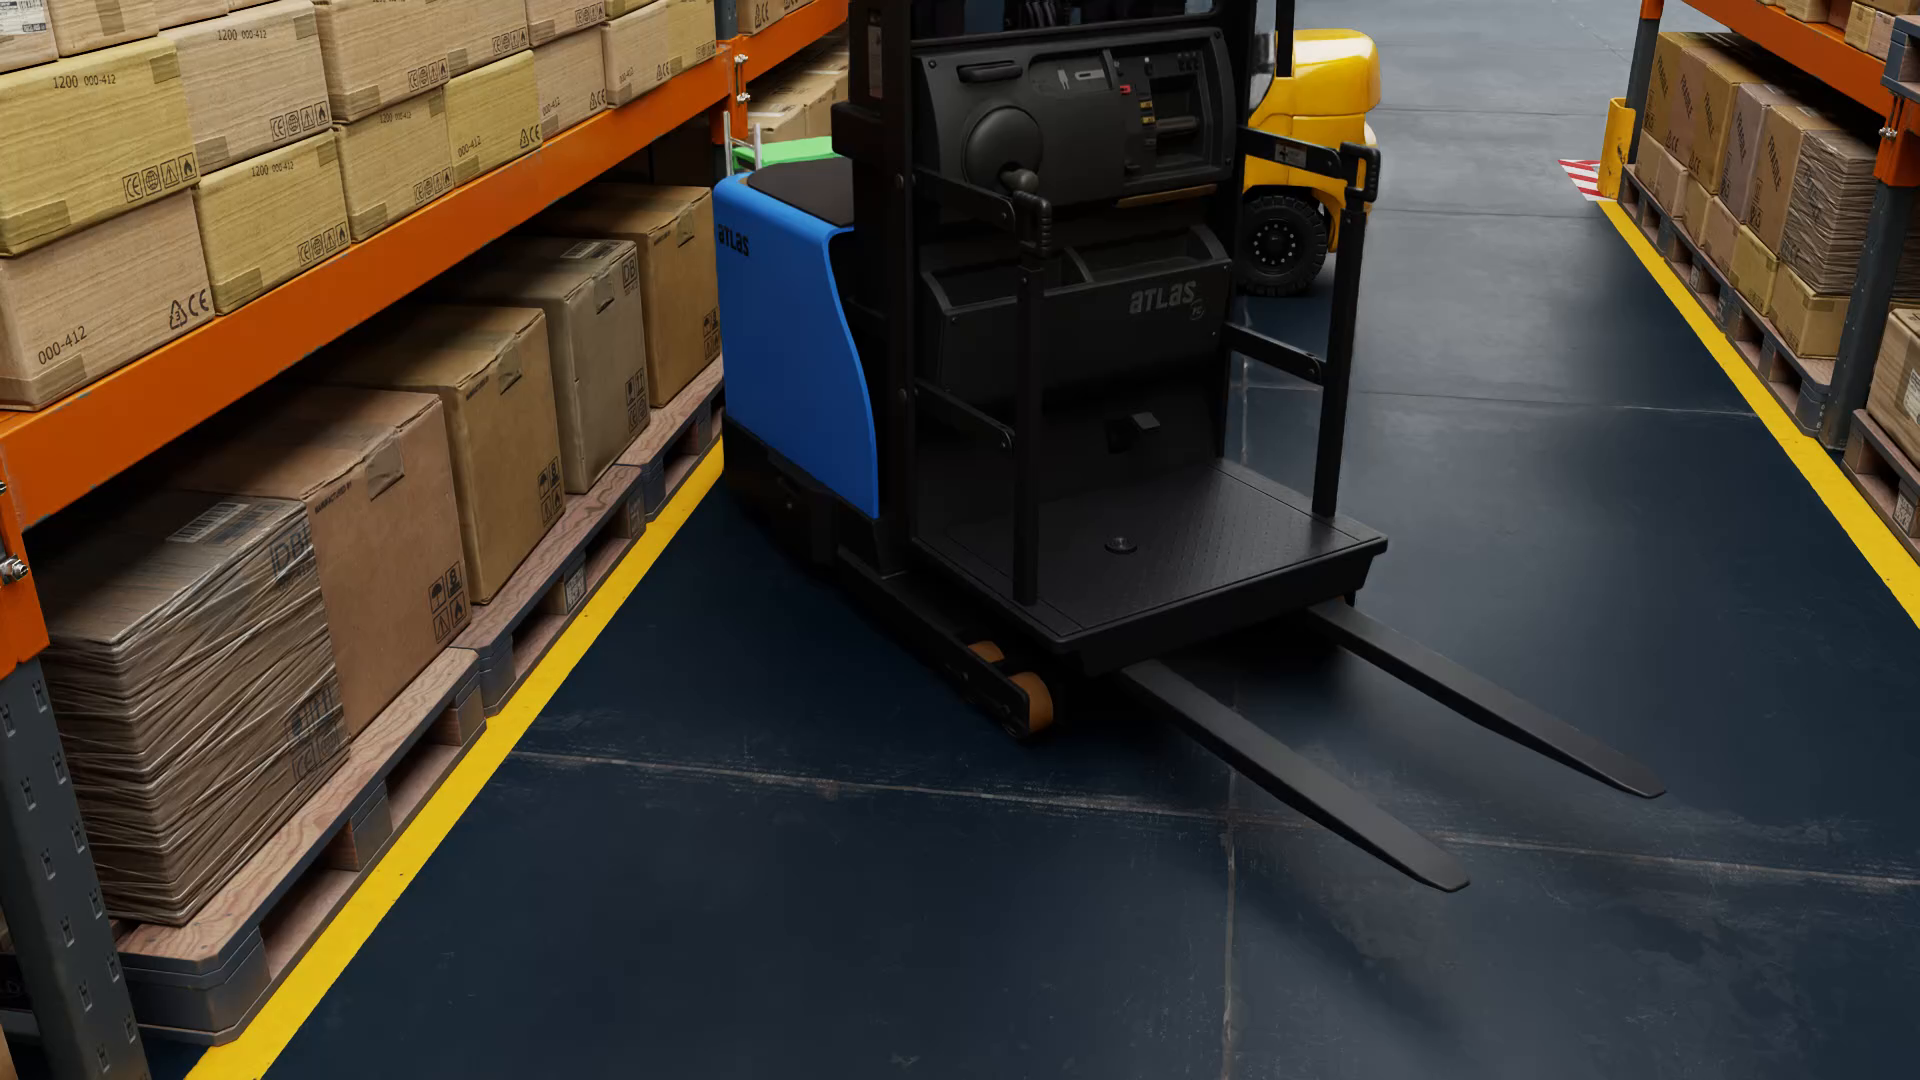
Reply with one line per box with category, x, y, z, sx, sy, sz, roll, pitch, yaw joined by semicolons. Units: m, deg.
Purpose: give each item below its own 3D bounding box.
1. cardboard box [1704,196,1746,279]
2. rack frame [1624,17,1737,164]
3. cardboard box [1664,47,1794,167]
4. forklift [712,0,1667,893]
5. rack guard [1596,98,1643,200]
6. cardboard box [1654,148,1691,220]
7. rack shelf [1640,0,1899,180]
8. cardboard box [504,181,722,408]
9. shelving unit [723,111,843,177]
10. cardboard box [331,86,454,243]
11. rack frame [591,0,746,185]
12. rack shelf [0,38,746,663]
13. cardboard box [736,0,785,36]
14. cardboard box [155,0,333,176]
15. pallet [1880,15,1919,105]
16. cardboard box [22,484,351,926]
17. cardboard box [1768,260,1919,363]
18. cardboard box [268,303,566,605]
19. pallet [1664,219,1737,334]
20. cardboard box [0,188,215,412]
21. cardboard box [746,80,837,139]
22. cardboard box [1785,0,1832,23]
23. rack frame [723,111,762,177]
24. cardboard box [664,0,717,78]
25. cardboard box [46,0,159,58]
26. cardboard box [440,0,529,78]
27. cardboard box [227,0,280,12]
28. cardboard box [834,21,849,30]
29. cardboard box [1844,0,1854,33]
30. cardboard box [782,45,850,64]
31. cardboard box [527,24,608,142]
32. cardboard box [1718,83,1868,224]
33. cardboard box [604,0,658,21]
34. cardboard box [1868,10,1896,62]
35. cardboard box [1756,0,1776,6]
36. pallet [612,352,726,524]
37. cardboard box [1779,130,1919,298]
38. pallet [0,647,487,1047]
cardboard box;3.585;-1.309;7.256;0.500;0.250;0.500;4;25;9
rack frame;4.242;-3.335;8.837;1.000;3.000;0.127;4;25;9
cardboard box;3.753;-2.073;8.003;0.500;0.500;0.500;3;25;7
forklift;0.434;-1.056;4.048;1.130;2.935;3.031;-15;29;-29
rack guard;4.230;-2.171;9.299;1.175;0.500;0.348;4;25;9
cardboard box;3.747;-1.749;8.196;0.500;0.250;0.500;5;26;10
rack shelf;3.915;-2.173;7.203;1.077;0.370;4.000;4;25;9
cardboard box;-1.383;-0.900;5.941;0.875;0.625;0.625;5;26;11
shelving unit;-0.490;-0.857;5.663;0.503;1.200;0.258;-15;29;-29
cardboard box;-1.485;-0.858;3.723;0.500;0.250;0.500;3;25;7
rack frame;-1.309;-2.005;5.995;1.000;3.000;0.127;4;25;9
rack shelf;-1.636;-0.842;4.360;1.077;0.370;4.000;4;25;9
cardboard box;-0.979;-2.218;6.331;0.500;0.500;0.500;3;25;7
cardboard box;-1.566;-0.868;3.154;0.500;0.250;0.500;5;26;10
pallet;3.320;-1.266;4.643;1.003;0.211;1.213;4;25;9
cardboard box;-1.847;0.294;3.390;0.875;0.625;0.625;5;26;10
cardboard box;3.420;-0.873;6.325;0.500;0.250;0.500;5;26;11
cardboard box;-1.638;-0.262;4.577;0.875;0.625;0.625;3;25;6
pallet;3.861;-1.195;7.553;1.003;0.211;1.213;4;25;9
cardboard box;-1.649;-0.433;2.813;0.500;0.250;0.500;4;25;9
cardboard box;-0.827;-1.796;7.118;0.500;0.250;0.500;4;25;9
cardboard box;3.503;-2.129;6.557;0.380;0.149;0.250;4;25;8
rack frame;-0.695;-0.800;5.544;0.015;1.200;0.240;-15;29;-29
cardboard box;-1.133;-1.708;5.537;0.500;0.250;0.500;5;25;10
cardboard box;-1.578;-0.895;2.742;0.380;0.149;0.250;5;25;10
cardboard box;-1.404;-1.301;4.079;0.500;0.250;0.500;4;25;9
cardboard box;-1.531;-1.115;3.211;0.380;0.149;0.250;4;25;9
cardboard box;-0.500;-2.647;8.936;0.500;0.250;0.500;4;25;9
cardboard box;3.494;-1.913;6.094;0.380;0.149;0.250;4;25;9
cardboard box;-0.663;-2.224;8.032;0.500;0.250;0.500;4;25;7
cardboard box;-1.321;-1.292;4.648;0.500;0.250;0.500;4;25;9
cardboard box;3.584;-1.639;7.077;0.500;0.500;0.500;5;26;11
cardboard box;-1.214;-1.725;4.983;0.500;0.250;0.500;3;25;7
cardboard box;3.340;-1.704;5.649;0.380;0.149;0.250;4;25;8
cardboard box;3.581;-2.344;7.017;0.380;0.149;0.250;4;25;9
pallet;-1.391;-0.431;5.922;1.003;0.211;1.213;4;25;9
cardboard box;3.421;-1.213;6.167;0.500;0.500;0.500;4;25;8
pallet;-1.790;0.590;3.742;1.003;0.211;1.213;4;25;9
